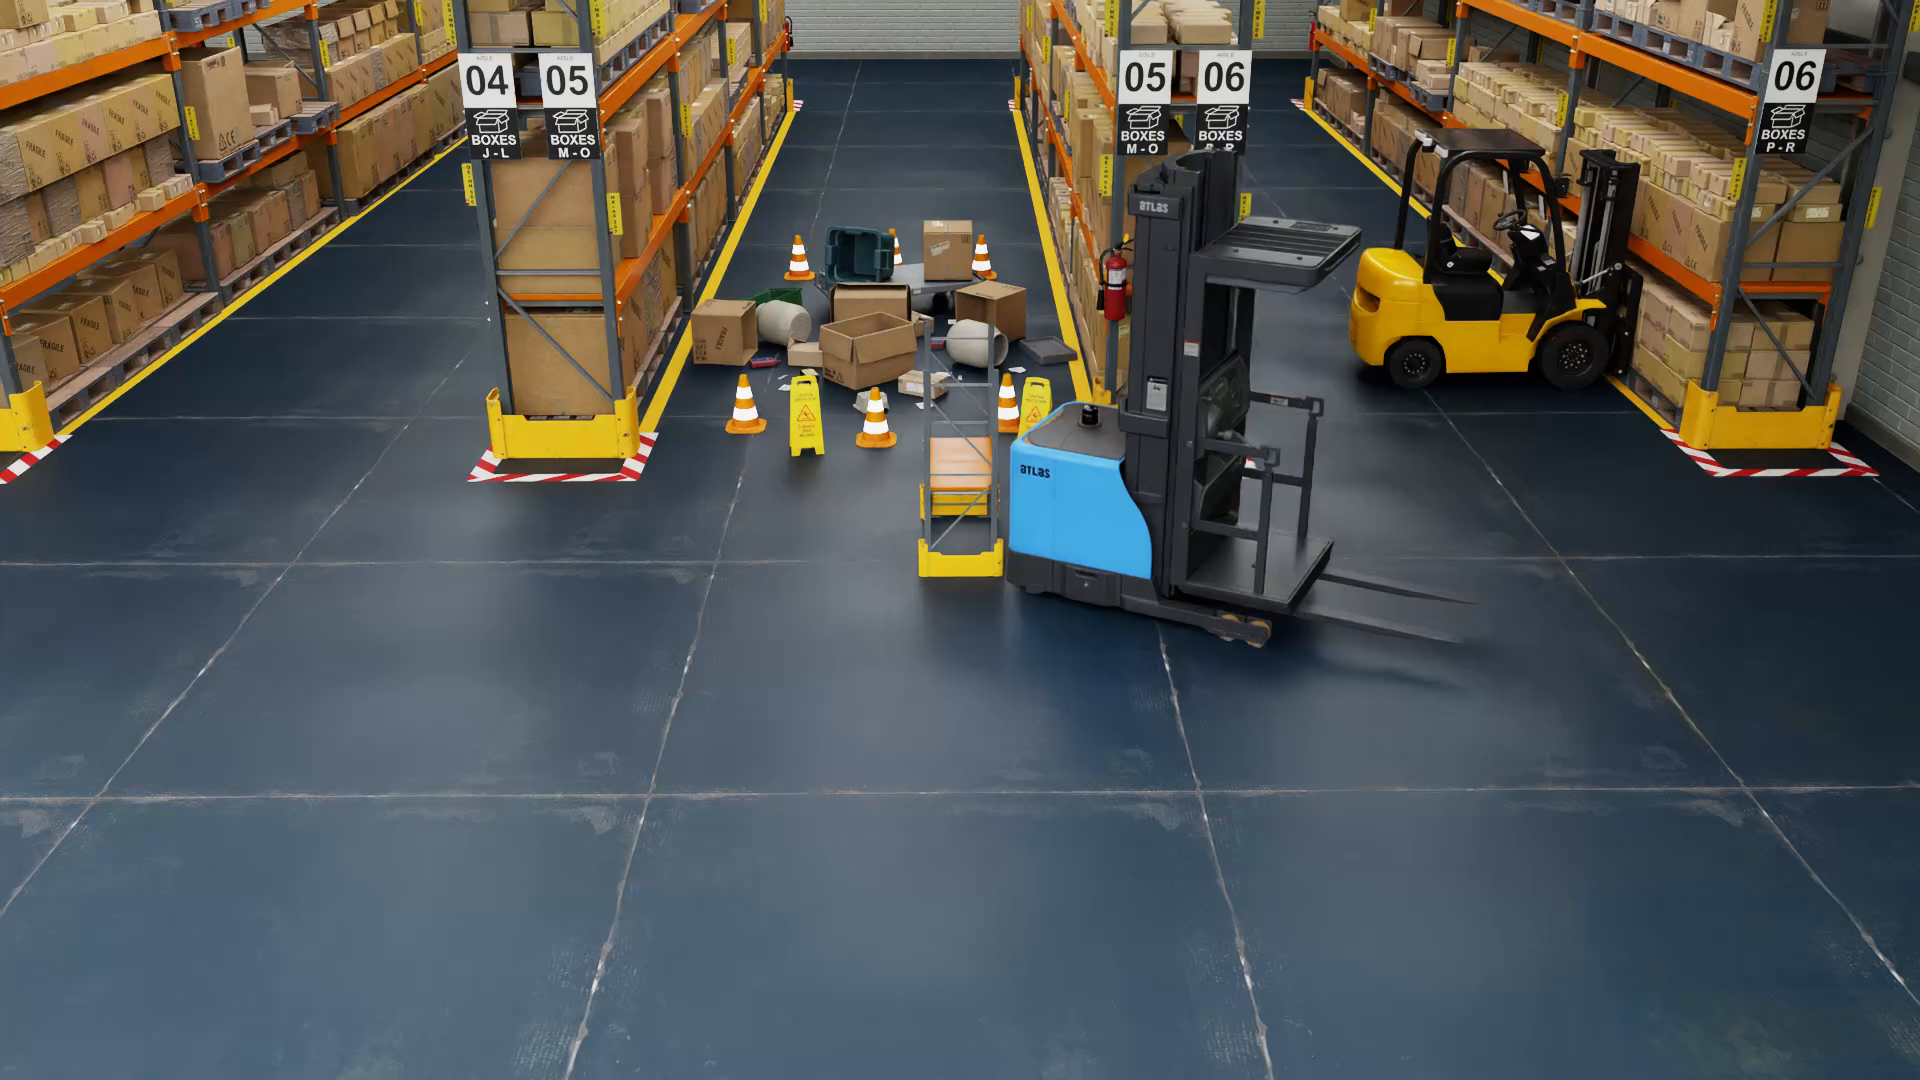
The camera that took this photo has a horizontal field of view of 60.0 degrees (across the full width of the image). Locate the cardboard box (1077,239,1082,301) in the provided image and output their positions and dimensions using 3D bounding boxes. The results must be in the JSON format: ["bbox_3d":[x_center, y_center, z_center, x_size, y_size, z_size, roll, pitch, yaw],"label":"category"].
[{"bbox_3d":[1.409,-2.642,16.252,0.500,0.500,0.500,1,24,2],"label":"cardboard box"}]

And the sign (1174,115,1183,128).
[{"bbox_3d":[2.197,-4.227,16.788,0.100,0.325,0.005,0,24,-1],"label":"sign"}]

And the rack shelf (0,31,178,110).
[{"bbox_3d":[-8.233,-3.997,14.563,1.077,0.370,4.000,0,24,-1],"label":"rack shelf"}]

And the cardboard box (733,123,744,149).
[{"bbox_3d":[-3.108,-5.299,21.824,0.500,0.250,0.500,-1,24,-1],"label":"cardboard box"}]

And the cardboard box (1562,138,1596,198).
[{"bbox_3d":[6.362,-3.712,16.579,0.500,0.500,0.500,-1,24,-2],"label":"cardboard box"}]

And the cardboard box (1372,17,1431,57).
[{"bbox_3d":[6.313,-7.183,23.745,0.700,0.500,0.500,0,24,1],"label":"cardboard box"}]

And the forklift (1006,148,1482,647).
[{"bbox_3d":[1.870,-0.901,10.569,3.031,2.935,1.130,12,27,24],"label":"forklift"}]

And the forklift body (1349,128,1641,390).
[{"bbox_3d":[4.817,-2.589,15.247,2.313,2.155,1.214,0,24,-1],"label":"forklift body"}]

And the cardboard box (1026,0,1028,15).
[{"bbox_3d":[1.274,-8.236,25.369,0.500,0.500,0.500,0,24,0],"label":"cardboard box"}]

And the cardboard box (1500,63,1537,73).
[{"bbox_3d":[6.780,-5.707,20.203,0.380,0.149,0.250,1,24,1],"label":"cardboard box"}]

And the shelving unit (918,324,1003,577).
[{"bbox_3d":[0.001,-0.652,11.755,0.587,1.500,1.083,0,24,-1],"label":"shelving unit"}]

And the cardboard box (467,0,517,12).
[{"bbox_3d":[-3.593,-4.104,12.634,0.380,0.149,0.250,0,24,0],"label":"cardboard box"}]

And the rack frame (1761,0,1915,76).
[{"bbox_3d":[6.662,-4.936,12.126,1.000,3.000,0.127,0,24,-1],"label":"rack frame"}]

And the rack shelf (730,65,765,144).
[{"bbox_3d":[-3.359,-5.907,22.428,1.077,0.370,4.000,0,24,-1],"label":"rack shelf"}]

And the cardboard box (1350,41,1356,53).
[{"bbox_3d":[6.217,-7.590,25.581,0.380,0.149,0.250,-1,24,-1],"label":"cardboard box"}]

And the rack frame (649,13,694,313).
[{"bbox_3d":[-3.294,-3.763,16.813,1.000,3.000,0.127,0,24,-1],"label":"rack frame"}]

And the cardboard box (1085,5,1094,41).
[{"bbox_3d":[1.393,-4.659,14.976,0.500,0.250,0.500,0,24,0],"label":"cardboard box"}]

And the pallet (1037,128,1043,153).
[{"bbox_3d":[1.638,-6.166,25.511,1.003,0.211,1.213,0,24,-1],"label":"pallet"}]

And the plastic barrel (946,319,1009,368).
[{"bbox_3d":[0.162,-1.849,15.707,0.512,0.421,0.421,19,30,35],"label":"plastic barrel"}]

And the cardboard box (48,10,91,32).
[{"bbox_3d":[-7.943,-4.586,14.692,0.380,0.149,0.250,1,24,2],"label":"cardboard box"}]

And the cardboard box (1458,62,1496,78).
[{"bbox_3d":[6.284,-5.707,20.204,0.380,0.149,0.250,0,24,1],"label":"cardboard box"}]

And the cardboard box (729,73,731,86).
[{"bbox_3d":[-3.147,-5.895,21.322,0.380,0.149,0.250,1,24,2],"label":"cardboard box"}]

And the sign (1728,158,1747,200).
[{"bbox_3d":[6.119,-2.841,13.082,0.100,0.325,0.005,0,24,-1],"label":"sign"}]

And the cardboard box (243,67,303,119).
[{"bbox_3d":[-8.146,-5.215,19.394,0.700,0.500,0.500,3,25,7],"label":"cardboard box"}]

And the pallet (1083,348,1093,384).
[{"bbox_3d":[1.714,-1.775,15.803,1.003,0.211,1.213,0,24,-1],"label":"pallet"}]

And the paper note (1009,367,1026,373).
[{"bbox_3d":[0.543,-1.608,15.651,0.142,0.019,0.148,-9,26,-19],"label":"paper note"}]

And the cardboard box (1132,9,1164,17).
[{"bbox_3d":[1.463,-4.248,13.584,0.380,0.149,0.250,0,24,0],"label":"cardboard box"}]

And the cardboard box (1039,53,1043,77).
[{"bbox_3d":[1.317,-6.255,21.898,0.500,0.250,0.500,-1,24,-2],"label":"cardboard box"}]

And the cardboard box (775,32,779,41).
[{"bbox_3d":[-3.129,-8.149,26.816,0.380,0.149,0.250,0,24,1],"label":"cardboard box"}]

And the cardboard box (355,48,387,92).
[{"bbox_3d":[-8.052,-6.307,22.317,0.500,0.500,0.500,0,24,0],"label":"cardboard box"}]

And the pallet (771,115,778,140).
[{"bbox_3d":[-3.440,-6.569,26.402,1.003,0.211,1.213,0,24,-1],"label":"pallet"}]

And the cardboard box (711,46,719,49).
[{"bbox_3d":[-3.155,-6.271,21.432,0.380,0.149,0.250,-1,24,-3],"label":"cardboard box"}]

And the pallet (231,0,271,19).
[{"bbox_3d":[-8.169,-5.745,17.785,1.213,0.211,1.003,0,24,-1],"label":"pallet"}]

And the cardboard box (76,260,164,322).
[{"bbox_3d":[-8.276,-2.433,16.398,0.500,0.500,0.500,8,25,16],"label":"cardboard box"}]

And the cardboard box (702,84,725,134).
[{"bbox_3d":[-3.060,-5.067,19.574,0.500,0.500,0.500,0,24,-1],"label":"cardboard box"}]

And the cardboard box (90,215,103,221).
[{"bbox_3d":[-8.030,-2.859,15.119,0.380,0.149,0.250,0,24,-1],"label":"cardboard box"}]

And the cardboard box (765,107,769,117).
[{"bbox_3d":[-3.176,-6.667,25.823,0.380,0.149,0.250,1,24,2],"label":"cardboard box"}]

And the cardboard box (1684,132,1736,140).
[{"bbox_3d":[6.906,-3.669,15.336,0.380,0.149,0.250,-1,24,-1],"label":"cardboard box"}]

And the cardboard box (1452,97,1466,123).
[{"bbox_3d":[6.335,-5.246,20.275,0.500,0.250,0.500,0,24,0],"label":"cardboard box"}]

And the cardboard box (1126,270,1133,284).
[{"bbox_3d":[1.481,-2.217,13.700,0.380,0.149,0.250,1,24,1],"label":"cardboard box"}]

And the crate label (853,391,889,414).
[{"bbox_3d":[-0.773,-1.224,14.673,0.250,0.136,0.298,-14,28,-28],"label":"crate label"}]

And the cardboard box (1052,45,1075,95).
[{"bbox_3d":[1.385,-5.661,20.018,0.500,0.500,0.500,-1,24,-2],"label":"cardboard box"}]

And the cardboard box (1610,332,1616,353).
[{"bbox_3d":[6.320,-1.958,15.650,0.500,0.250,0.500,1,24,1],"label":"cardboard box"}]

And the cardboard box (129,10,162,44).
[{"bbox_3d":[-7.989,-4.894,15.856,0.500,0.250,0.500,1,24,1],"label":"cardboard box"}]

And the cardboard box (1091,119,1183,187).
[{"bbox_3d":[1.477,-3.233,13.946,0.700,0.500,0.500,0,24,0],"label":"cardboard box"}]

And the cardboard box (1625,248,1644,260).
[{"bbox_3d":[6.322,-2.628,15.918,0.500,0.250,0.500,1,24,1],"label":"cardboard box"}]

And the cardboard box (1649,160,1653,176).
[{"bbox_3d":[6.427,-3.317,14.918,0.380,0.149,0.250,0,24,-1],"label":"cardboard box"}]

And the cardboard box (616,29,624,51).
[{"bbox_3d":[-2.942,-4.059,13.502,0.380,0.149,0.250,0,24,0],"label":"cardboard box"}]

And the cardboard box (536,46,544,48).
[{"bbox_3d":[-3.600,-4.053,13.488,0.380,0.149,0.250,0,24,0],"label":"cardboard box"}]

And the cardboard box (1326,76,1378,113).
[{"bbox_3d":[6.370,-7.243,27.031,0.700,0.500,0.500,1,24,2],"label":"cardboard box"}]

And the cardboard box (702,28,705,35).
[{"bbox_3d":[-3.837,-7.243,23.581,0.380,0.149,0.250,1,24,2],"label":"cardboard box"}]

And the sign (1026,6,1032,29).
[{"bbox_3d":[1.013,-7.550,24.041,0.100,0.325,0.005,0,24,-1],"label":"sign"}]

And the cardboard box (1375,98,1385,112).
[{"bbox_3d":[6.269,-6.346,24.261,0.380,0.149,0.250,1,24,2],"label":"cardboard box"}]

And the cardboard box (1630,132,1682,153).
[{"bbox_3d":[6.418,-3.664,15.325,0.380,0.149,0.250,0,24,-1],"label":"cardboard box"}]

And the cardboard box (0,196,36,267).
[{"bbox_3d":[-8.189,-2.542,13.631,0.875,0.500,0.500,0,24,-1],"label":"cardboard box"}]

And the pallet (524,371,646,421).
[{"bbox_3d":[-3.337,-1.173,14.471,1.003,0.211,1.213,0,24,-1],"label":"pallet"}]

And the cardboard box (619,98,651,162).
[{"bbox_3d":[-3.333,-3.722,15.230,0.875,0.550,0.550,0,24,-1],"label":"cardboard box"}]

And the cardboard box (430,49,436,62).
[{"bbox_3d":[-8.015,-7.196,24.708,0.380,0.149,0.250,-1,24,-2],"label":"cardboard box"}]
